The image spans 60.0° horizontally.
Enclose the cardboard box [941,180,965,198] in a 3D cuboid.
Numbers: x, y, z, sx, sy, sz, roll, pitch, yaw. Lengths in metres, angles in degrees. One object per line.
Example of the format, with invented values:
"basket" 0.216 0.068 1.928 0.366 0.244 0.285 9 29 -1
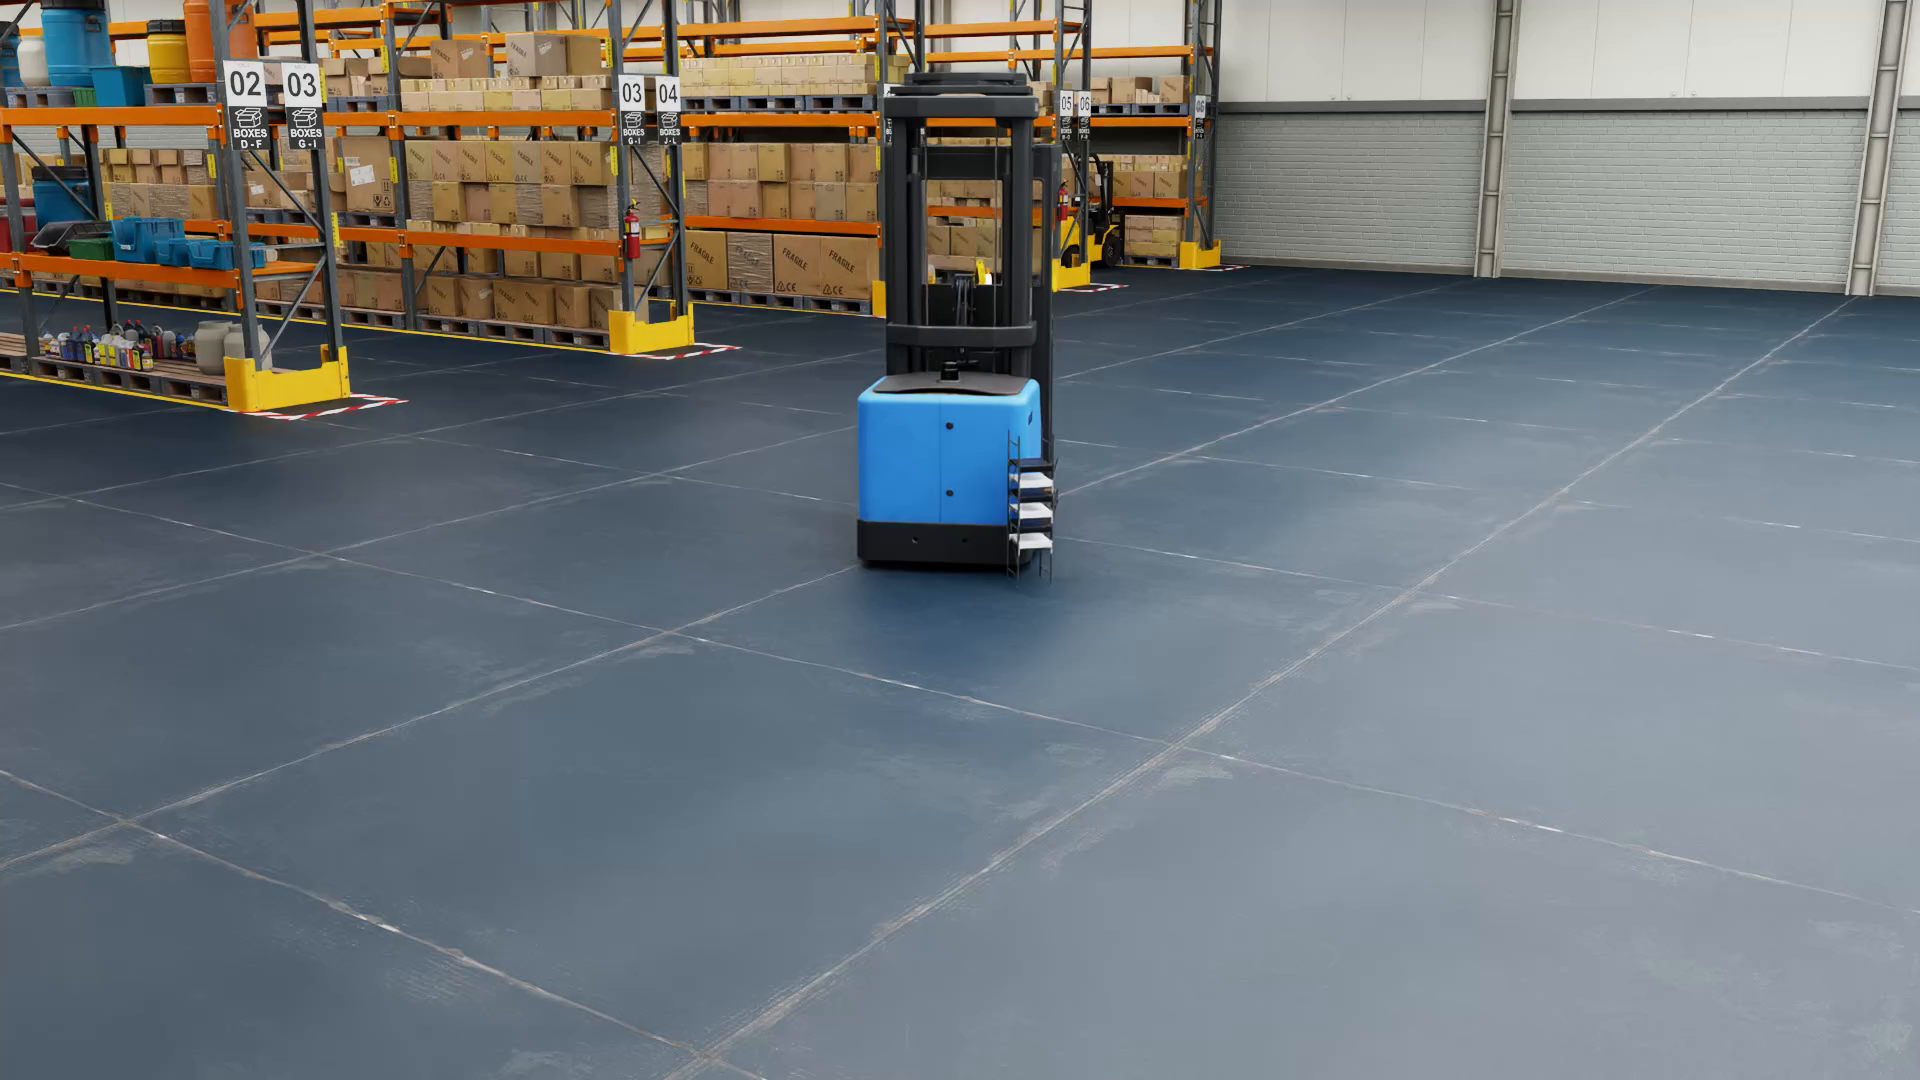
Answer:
"cardboard box" 0.014 -6.177 28.706 0.500 0.500 0.500 9 17 33

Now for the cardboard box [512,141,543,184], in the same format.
"cardboard box" -5.103 -4.619 20.331 0.500 0.500 0.500 9 17 33

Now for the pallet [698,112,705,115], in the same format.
"pallet" -5.348 -8.272 32.146 1.003 0.211 1.213 10 17 35

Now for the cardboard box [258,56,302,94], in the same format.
"cardboard box" -9.229 -6.354 22.756 0.500 0.500 0.500 9 16 31

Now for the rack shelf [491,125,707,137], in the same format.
"rack shelf" -5.804 -6.669 26.778 4.000 0.370 1.077 9 17 33

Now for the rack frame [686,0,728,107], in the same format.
"rack frame" -4.784 -9.743 31.456 0.127 3.000 1.000 9 17 33

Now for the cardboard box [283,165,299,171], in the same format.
"cardboard box" -12.183 -6.706 30.842 0.500 0.500 0.500 9 17 33

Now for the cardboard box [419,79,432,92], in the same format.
"cardboard box" -6.639 -5.769 21.124 0.250 0.149 0.380 8 16 30

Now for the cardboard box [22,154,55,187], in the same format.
"cardboard box" -14.578 -5.904 26.563 0.500 0.500 0.500 9 17 33

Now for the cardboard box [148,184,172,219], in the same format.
"cardboard box" -11.706 -5.058 24.804 0.500 0.500 0.500 9 16 31

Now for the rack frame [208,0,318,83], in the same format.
"rack frame" -6.441 -5.707 15.151 0.127 3.000 1.000 9 17 33

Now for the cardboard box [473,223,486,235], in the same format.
"cardboard box" -5.935 -3.946 21.042 0.250 0.149 0.380 9 17 33

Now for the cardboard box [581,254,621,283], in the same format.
"cardboard box" -5.508 -4.602 26.978 0.750 0.750 1.050 9 17 33

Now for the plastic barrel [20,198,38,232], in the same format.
"plastic barrel" -10.432 -3.569 18.717 0.433 0.535 0.433 0 14 0

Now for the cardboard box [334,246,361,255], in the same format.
"cardboard box" -11.221 -5.311 30.473 0.250 0.149 0.380 10 17 34

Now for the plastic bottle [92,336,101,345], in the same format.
"plastic bottle" -9.023 -1.992 17.390 0.097 0.271 0.097 0 14 0

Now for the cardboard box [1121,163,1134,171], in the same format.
"cardboard box" 3.320 -7.240 32.270 0.250 0.149 0.380 9 16 31

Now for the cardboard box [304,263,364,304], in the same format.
"cardboard box" -8.806 -3.623 23.504 0.500 0.500 0.700 11 18 37

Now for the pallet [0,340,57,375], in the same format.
"pallet" -10.434 -2.075 18.768 1.213 0.211 1.003 9 17 33

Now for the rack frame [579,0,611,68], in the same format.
"rack frame" -8.655 -11.807 39.790 0.127 3.000 1.000 9 17 33

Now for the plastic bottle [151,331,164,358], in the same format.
"plastic bottle" -8.564 -2.085 17.739 0.133 0.283 0.061 9 17 33

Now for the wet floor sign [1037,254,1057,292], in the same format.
"wet floor sign" 1.414 -4.377 27.161 0.267 0.644 0.232 -10 17 -35

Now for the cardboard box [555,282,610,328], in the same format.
"cardboard box" -4.701 -2.933 20.759 0.500 0.500 0.500 -12 18 -39

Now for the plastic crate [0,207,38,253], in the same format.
"plastic crate" -10.333 -3.366 18.047 0.583 0.464 0.402 9 17 33

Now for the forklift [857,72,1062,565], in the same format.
"forklift" 0.091 -1.578 11.098 1.130 2.935 3.031 2 14 8

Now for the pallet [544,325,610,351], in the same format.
"pallet" -4.394 -2.555 20.706 1.213 0.211 1.003 9 17 33

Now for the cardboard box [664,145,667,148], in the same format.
"cardboard box" -5.359 -7.382 32.115 0.500 0.500 0.500 9 16 31

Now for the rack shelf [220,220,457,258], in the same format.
"rack shelf" -8.656 -4.238 23.198 4.000 0.370 1.077 9 17 33

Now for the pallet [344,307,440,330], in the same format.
"pallet" -7.643 -3.070 22.784 1.213 0.211 1.003 9 17 33

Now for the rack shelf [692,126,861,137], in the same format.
"rack shelf" -3.125 -7.670 30.820 4.000 0.370 1.077 9 17 33

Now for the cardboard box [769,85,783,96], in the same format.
"cardboard box" -2.555 -6.526 24.143 0.250 0.149 0.380 9 17 33

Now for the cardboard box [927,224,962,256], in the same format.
"cardboard box" -0.246 -5.256 29.100 0.500 0.500 0.500 10 17 36

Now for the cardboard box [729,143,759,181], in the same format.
"cardboard box" -2.964 -5.685 24.986 0.550 0.550 0.875 9 17 33

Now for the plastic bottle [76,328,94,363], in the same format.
"plastic bottle" -9.166 -2.043 17.430 0.185 0.351 0.144 8 16 30

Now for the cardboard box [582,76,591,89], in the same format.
"cardboard box" -4.232 -5.393 19.605 0.250 0.149 0.380 9 16 31

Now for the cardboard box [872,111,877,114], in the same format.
"cardboard box" -1.342 -7.537 29.310 0.250 0.149 0.380 9 16 32

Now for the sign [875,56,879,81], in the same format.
"sign" -1.139 -6.499 22.915 0.005 0.325 0.100 9 17 33

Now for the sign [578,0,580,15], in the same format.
"sign" -7.811 -10.882 33.945 0.005 0.325 0.100 9 17 33

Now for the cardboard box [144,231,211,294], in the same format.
"cardboard box" -11.612 -4.246 25.280 0.875 0.875 1.225 9 17 33

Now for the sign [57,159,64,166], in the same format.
"sign" -13.943 -5.740 25.801 0.005 0.325 0.100 9 17 33

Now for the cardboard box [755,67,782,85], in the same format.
"cardboard box" -2.636 -6.750 24.219 0.500 0.250 0.500 9 17 33

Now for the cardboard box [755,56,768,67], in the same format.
"cardboard box" -2.769 -6.947 24.185 0.250 0.149 0.380 9 17 33

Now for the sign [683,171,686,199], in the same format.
"sign" -3.374 -4.311 20.194 0.005 0.325 0.100 9 17 33

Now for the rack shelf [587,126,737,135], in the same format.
"rack shelf" -6.996 -9.733 39.154 4.000 0.370 1.077 9 17 33

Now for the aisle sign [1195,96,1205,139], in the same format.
"aisle sign" 4.512 -7.943 31.259 0.004 0.787 0.394 9 17 33

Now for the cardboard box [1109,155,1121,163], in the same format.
"cardboard box" 3.091 -7.414 32.353 0.250 0.149 0.380 10 17 34

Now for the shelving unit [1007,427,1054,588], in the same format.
"shelving unit" 0.409 -0.189 9.712 0.210 0.900 0.258 -4 14 -14

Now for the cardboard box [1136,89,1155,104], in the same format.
"cardboard box" 3.553 -8.477 31.778 0.258 0.266 0.396 9 17 33

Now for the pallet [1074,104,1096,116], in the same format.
"pallet" 2.024 -8.589 33.219 1.213 0.211 1.003 9 17 33

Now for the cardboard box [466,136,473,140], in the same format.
"cardboard box" -10.214 -8.473 35.171 0.250 0.149 0.380 9 17 33

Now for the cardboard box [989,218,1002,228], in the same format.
"cardboard box" 0.701 -5.398 28.324 0.250 0.149 0.380 10 17 34

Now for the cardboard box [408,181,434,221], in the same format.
"cardboard box" -6.657 -4.439 21.687 0.500 0.500 0.875 9 17 33

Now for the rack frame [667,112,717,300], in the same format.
"rack frame" -4.144 -5.294 25.968 0.127 3.000 1.000 9 17 33

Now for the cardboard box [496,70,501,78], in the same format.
"cardboard box" -8.073 -7.885 28.392 0.258 0.266 0.396 9 17 33
